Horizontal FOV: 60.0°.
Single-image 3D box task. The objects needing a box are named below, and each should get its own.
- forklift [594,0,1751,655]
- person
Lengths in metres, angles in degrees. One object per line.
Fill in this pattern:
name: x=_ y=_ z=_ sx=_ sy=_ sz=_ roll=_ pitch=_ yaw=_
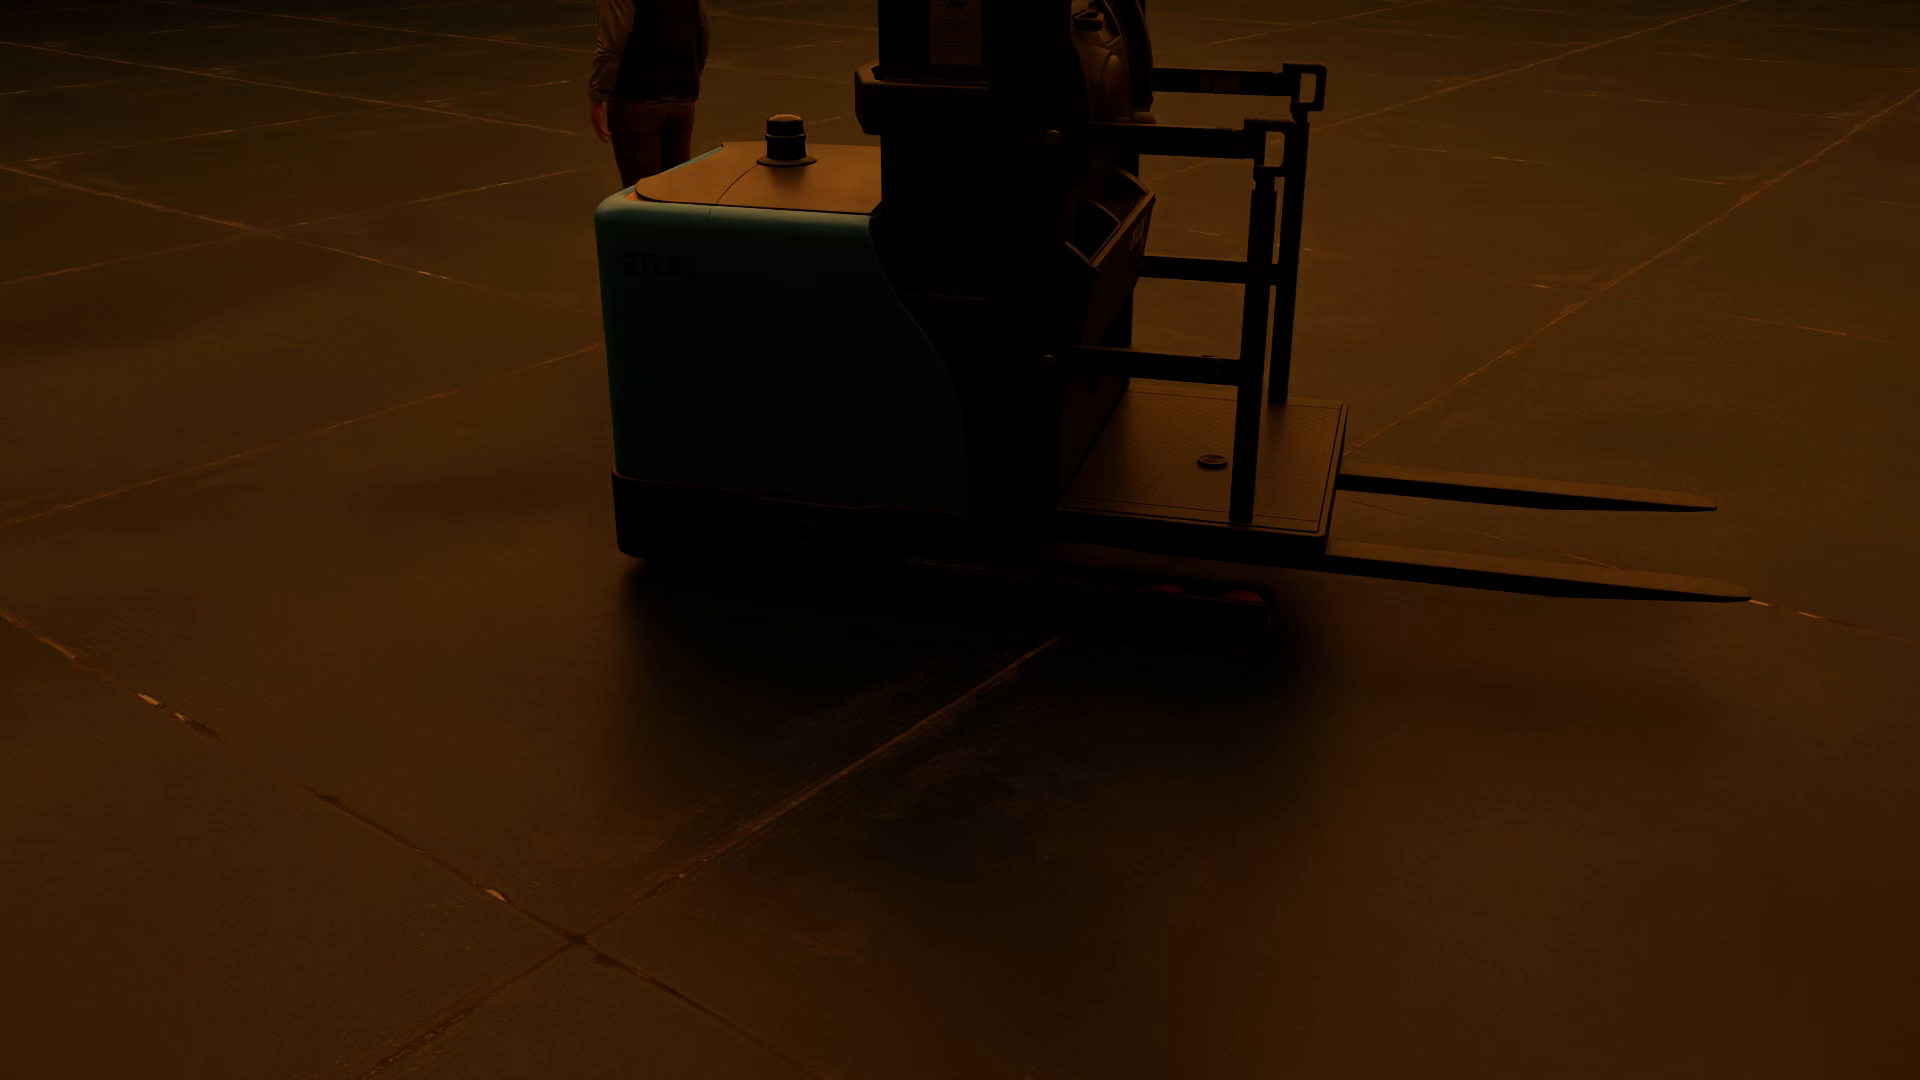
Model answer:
forklift: x=0.587 y=-1.281 z=4.284 sx=3.031 sy=2.935 sz=1.130 roll=6 pitch=24 yaw=14
person: x=-1.393 y=-1.918 z=7.255 sx=0.569 sy=1.720 sz=0.631 roll=18 pitch=29 yaw=35
